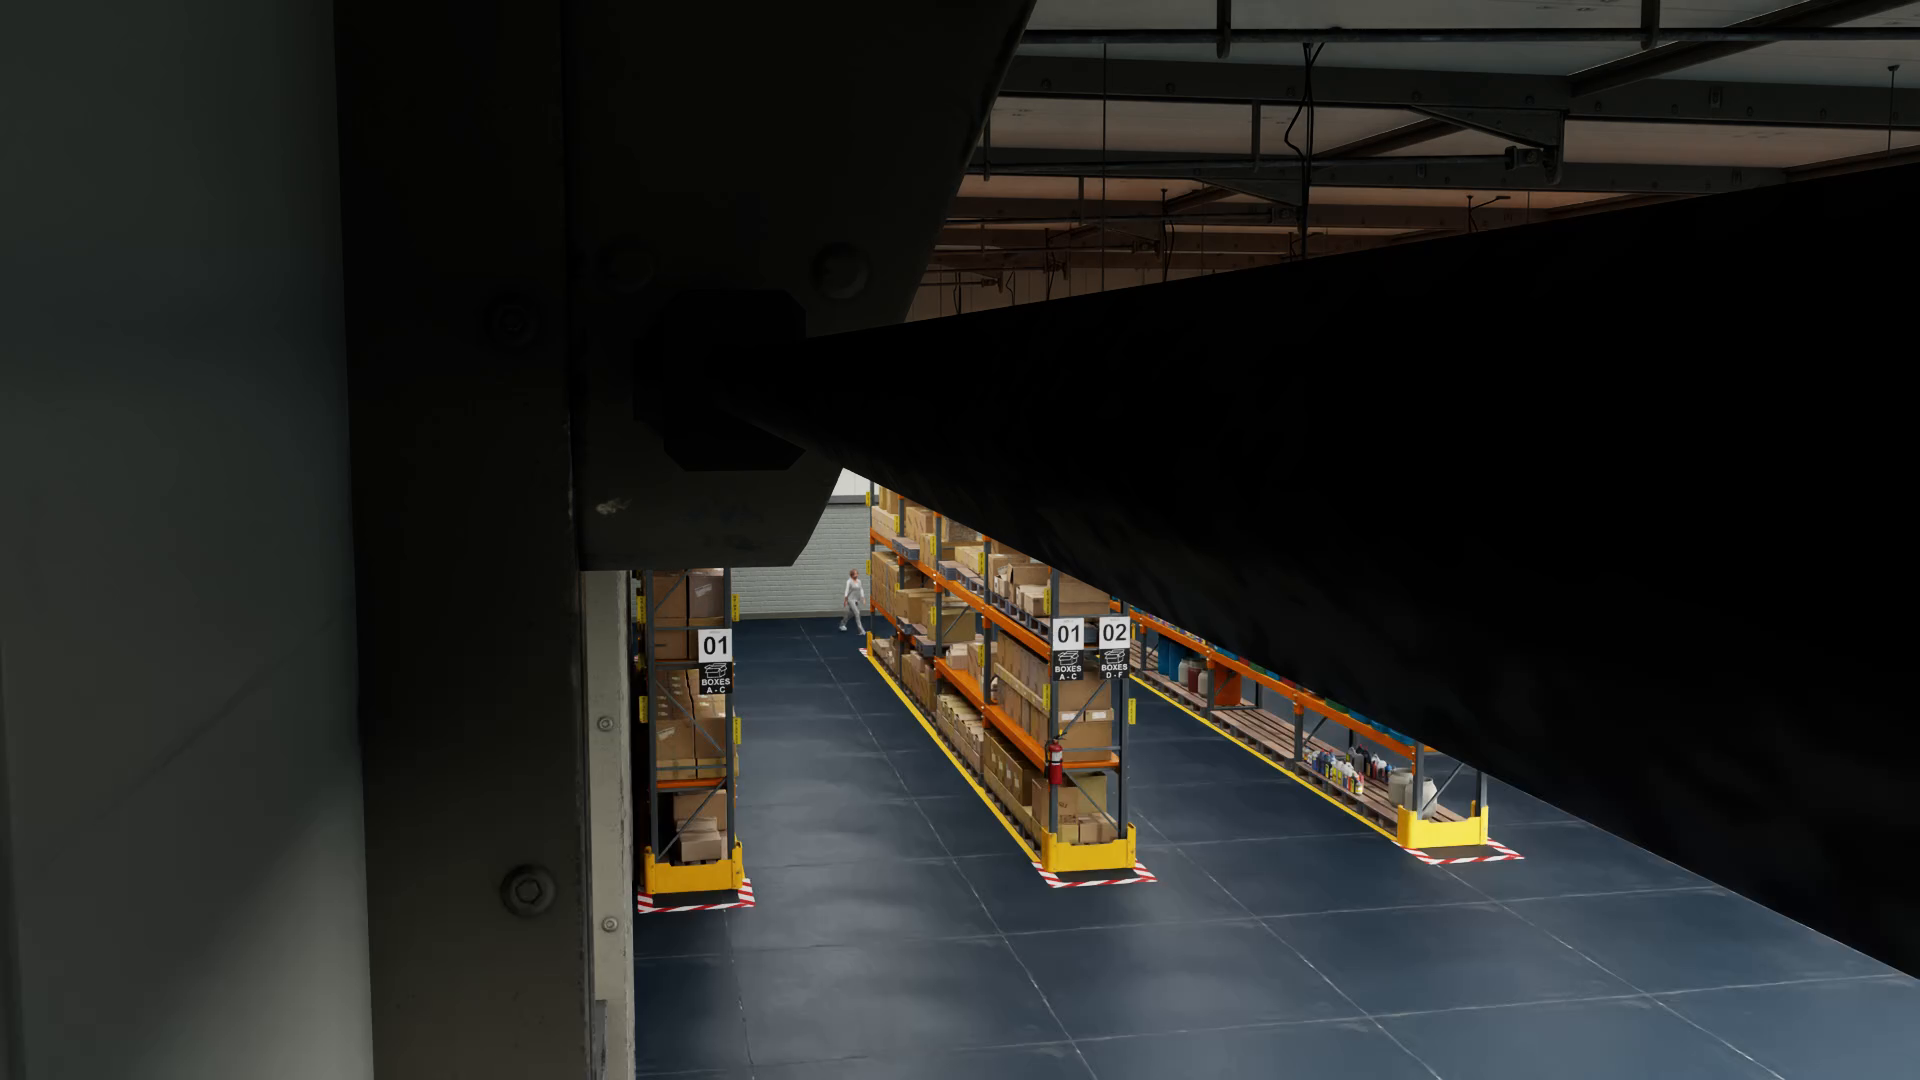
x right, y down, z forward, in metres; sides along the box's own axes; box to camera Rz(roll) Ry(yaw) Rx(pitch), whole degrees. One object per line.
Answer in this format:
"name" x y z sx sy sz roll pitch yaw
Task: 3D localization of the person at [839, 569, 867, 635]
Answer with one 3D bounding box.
"person" -2.497 1.451 39.360 1.014 1.515 0.406 5 8 38
